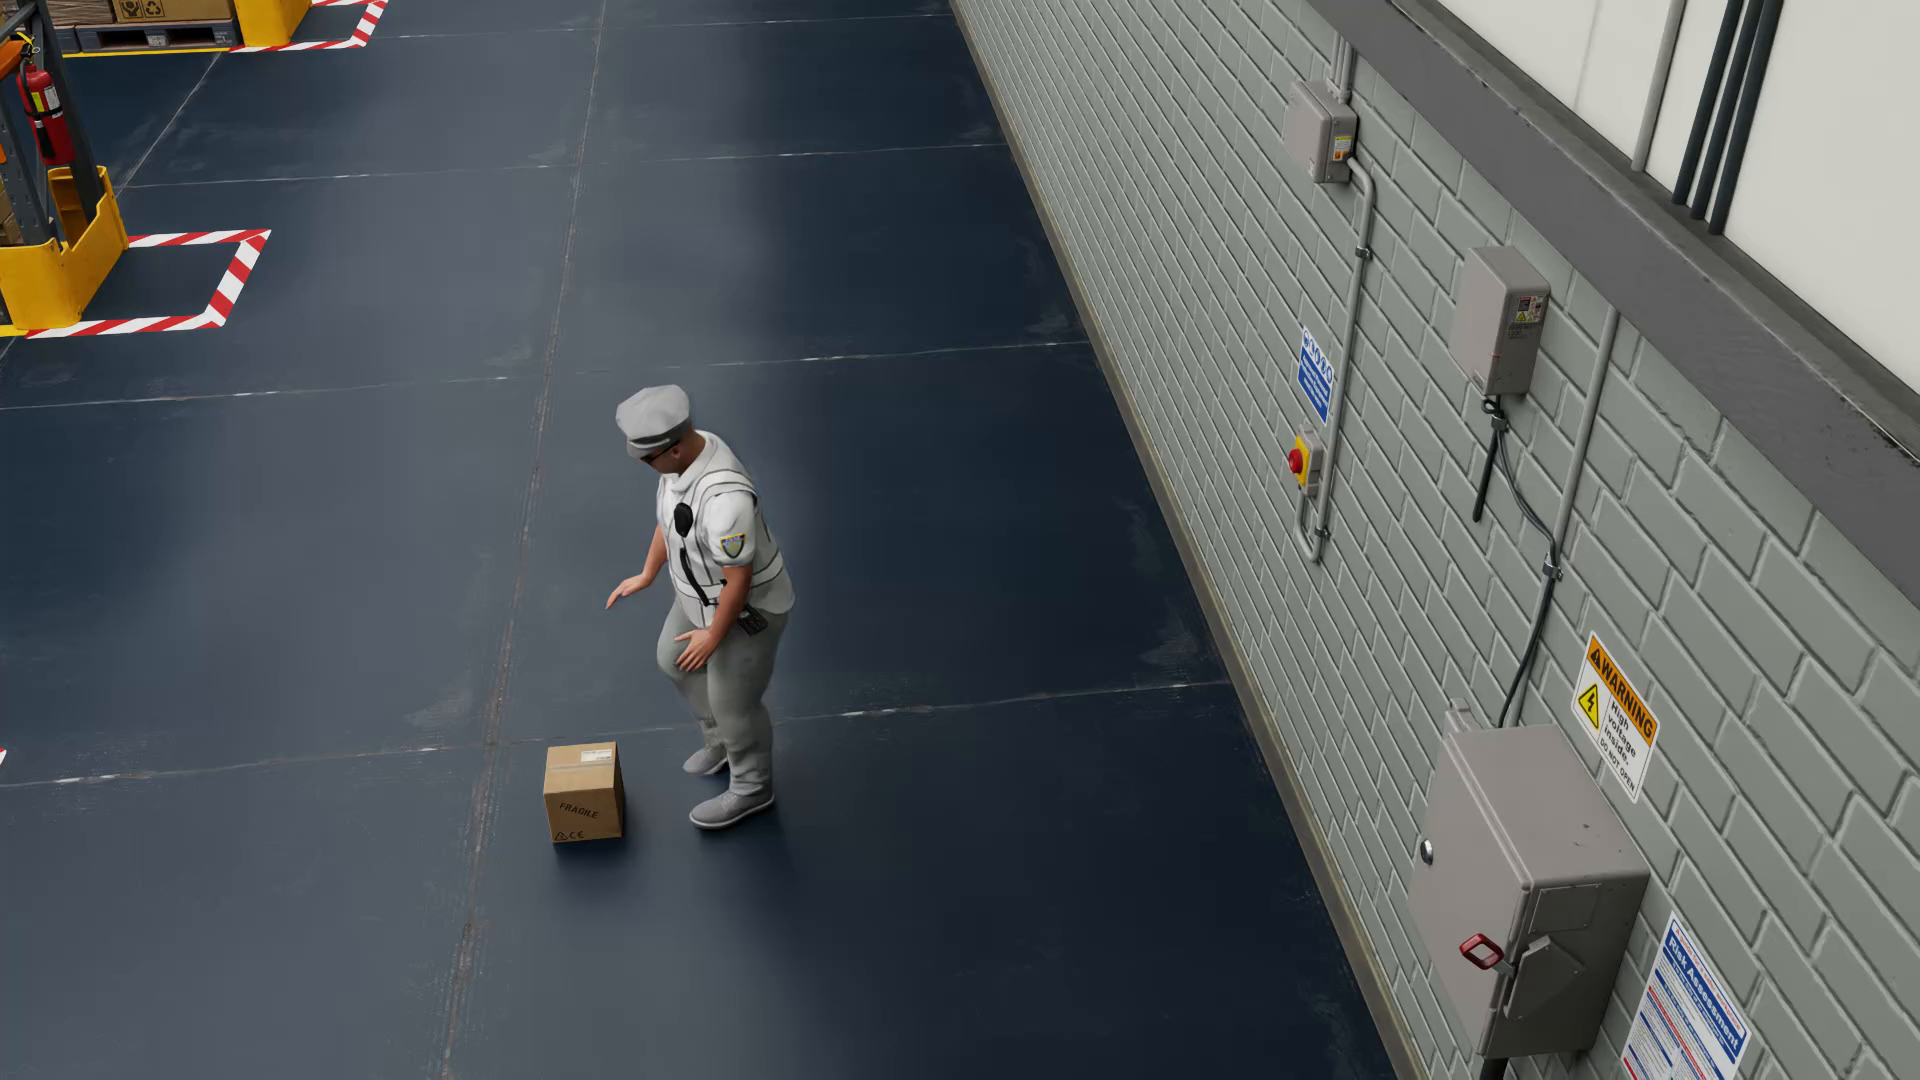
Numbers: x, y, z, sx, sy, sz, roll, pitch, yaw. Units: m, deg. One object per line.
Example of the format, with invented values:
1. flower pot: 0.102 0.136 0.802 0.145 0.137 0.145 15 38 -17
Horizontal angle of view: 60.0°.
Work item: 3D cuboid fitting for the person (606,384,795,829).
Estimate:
1. person: -0.891 0.267 5.786 0.597 1.794 0.551 -16 38 -22
